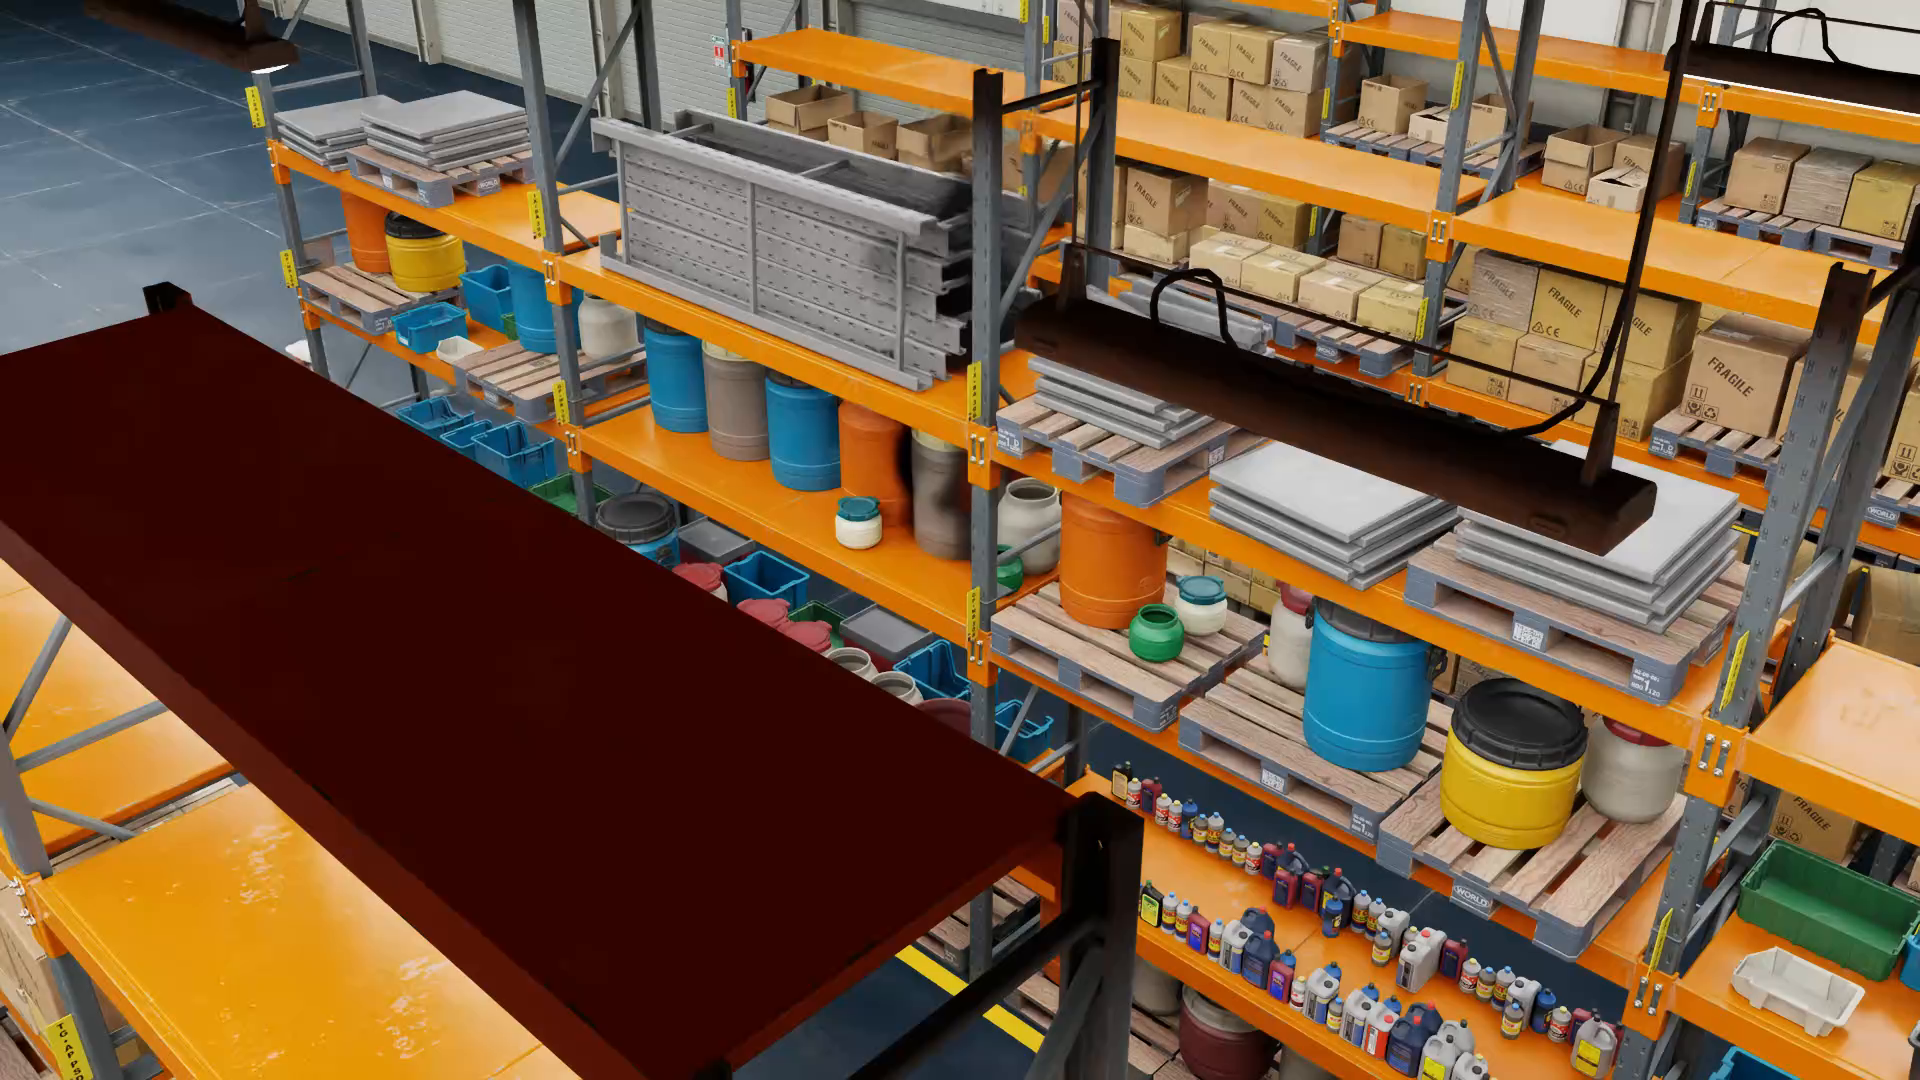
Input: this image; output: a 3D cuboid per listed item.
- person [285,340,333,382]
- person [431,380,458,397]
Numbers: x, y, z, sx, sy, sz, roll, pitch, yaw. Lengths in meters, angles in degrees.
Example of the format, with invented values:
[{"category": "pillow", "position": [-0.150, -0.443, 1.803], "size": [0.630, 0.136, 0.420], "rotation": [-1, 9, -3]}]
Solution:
[{"category": "person", "position": [-6.444, -1.190, 16.616], "size": [0.550, 1.728, 0.675], "rotation": [-2, 29, -4]}, {"category": "person", "position": [-5.716, -2.408, 18.849], "size": [0.773, 1.653, 0.593], "rotation": [-9, 31, -16]}]
